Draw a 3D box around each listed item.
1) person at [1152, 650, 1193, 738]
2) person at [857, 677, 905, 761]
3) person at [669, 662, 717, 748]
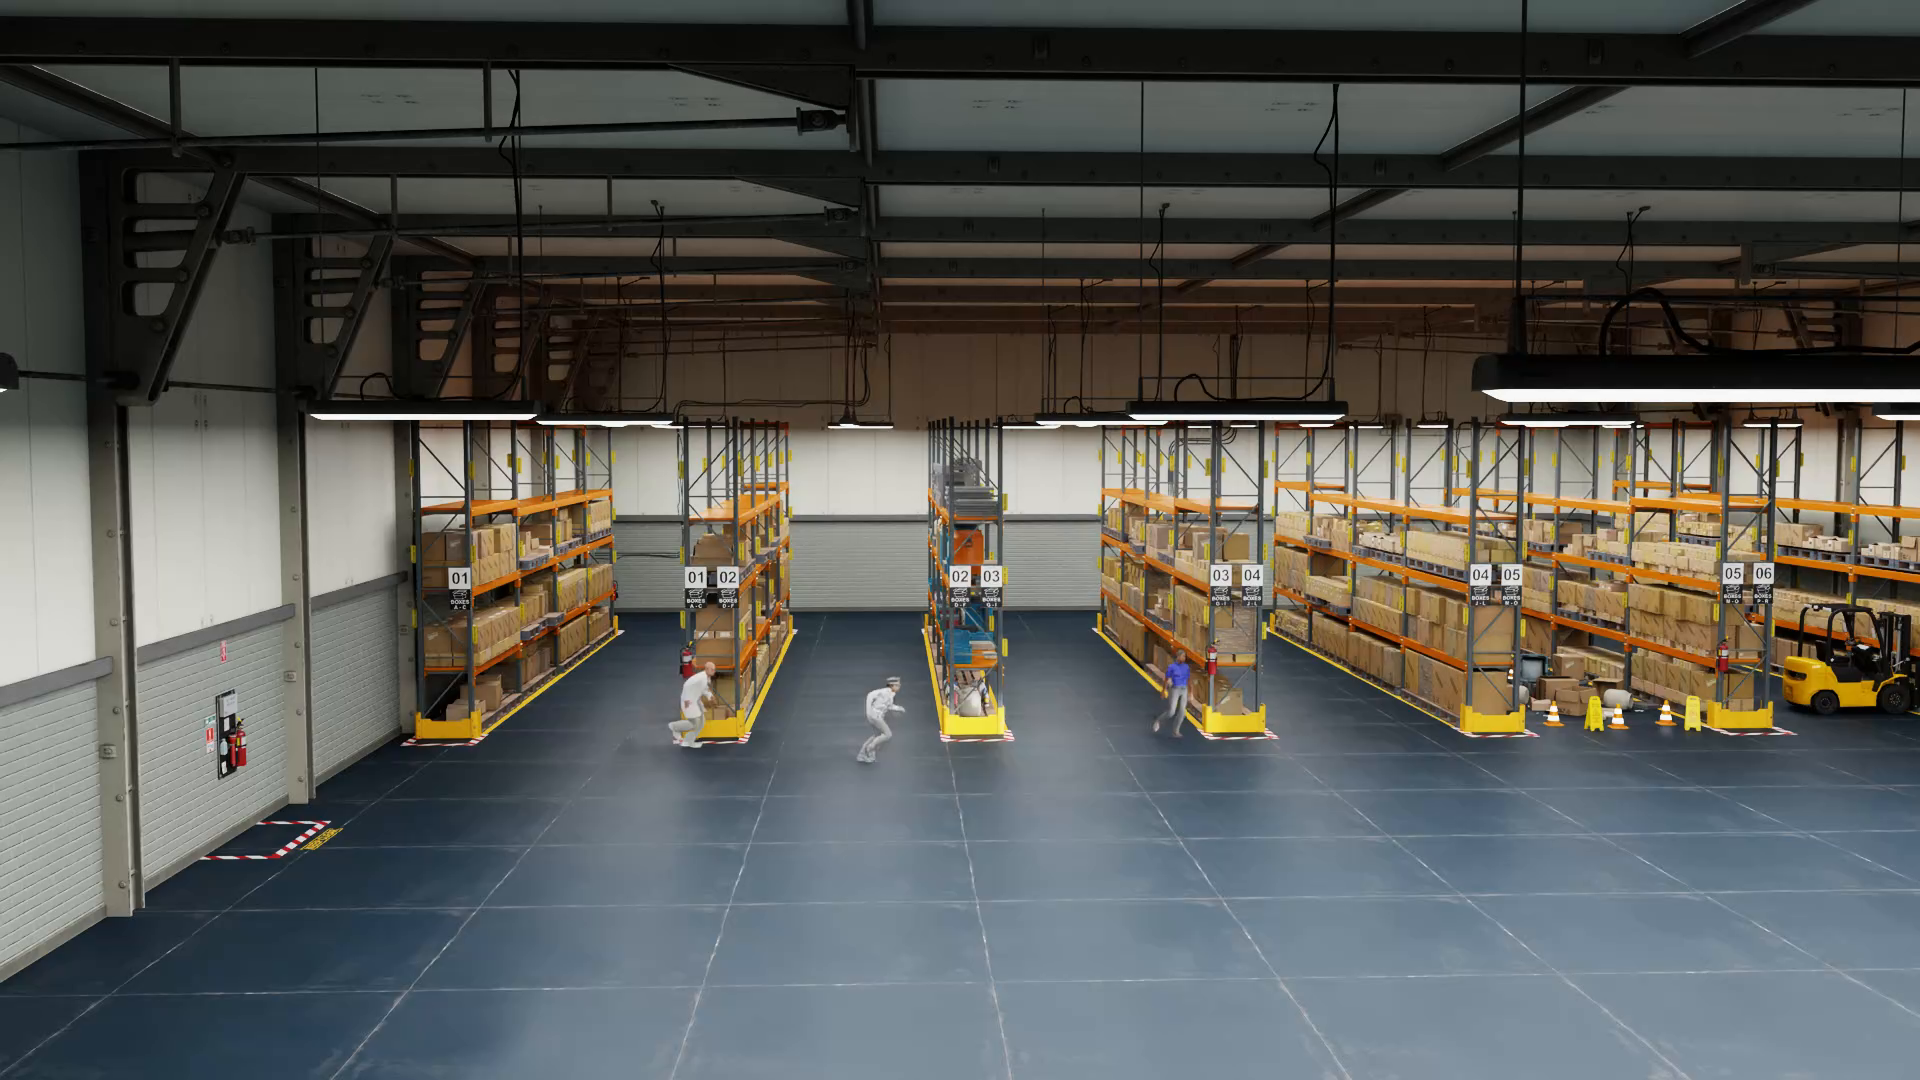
[{"bbox_3d":[3.983,2.903,31.158,0.659,1.560,0.514,-1,4,-20],"label":"person"},{"bbox_3d":[-1.383,3.100,28.630,0.854,1.497,0.648,1,4,17],"label":"person"},{"bbox_3d":[-4.847,2.979,30.045,0.922,1.583,0.731,1,4,16],"label":"person"}]
